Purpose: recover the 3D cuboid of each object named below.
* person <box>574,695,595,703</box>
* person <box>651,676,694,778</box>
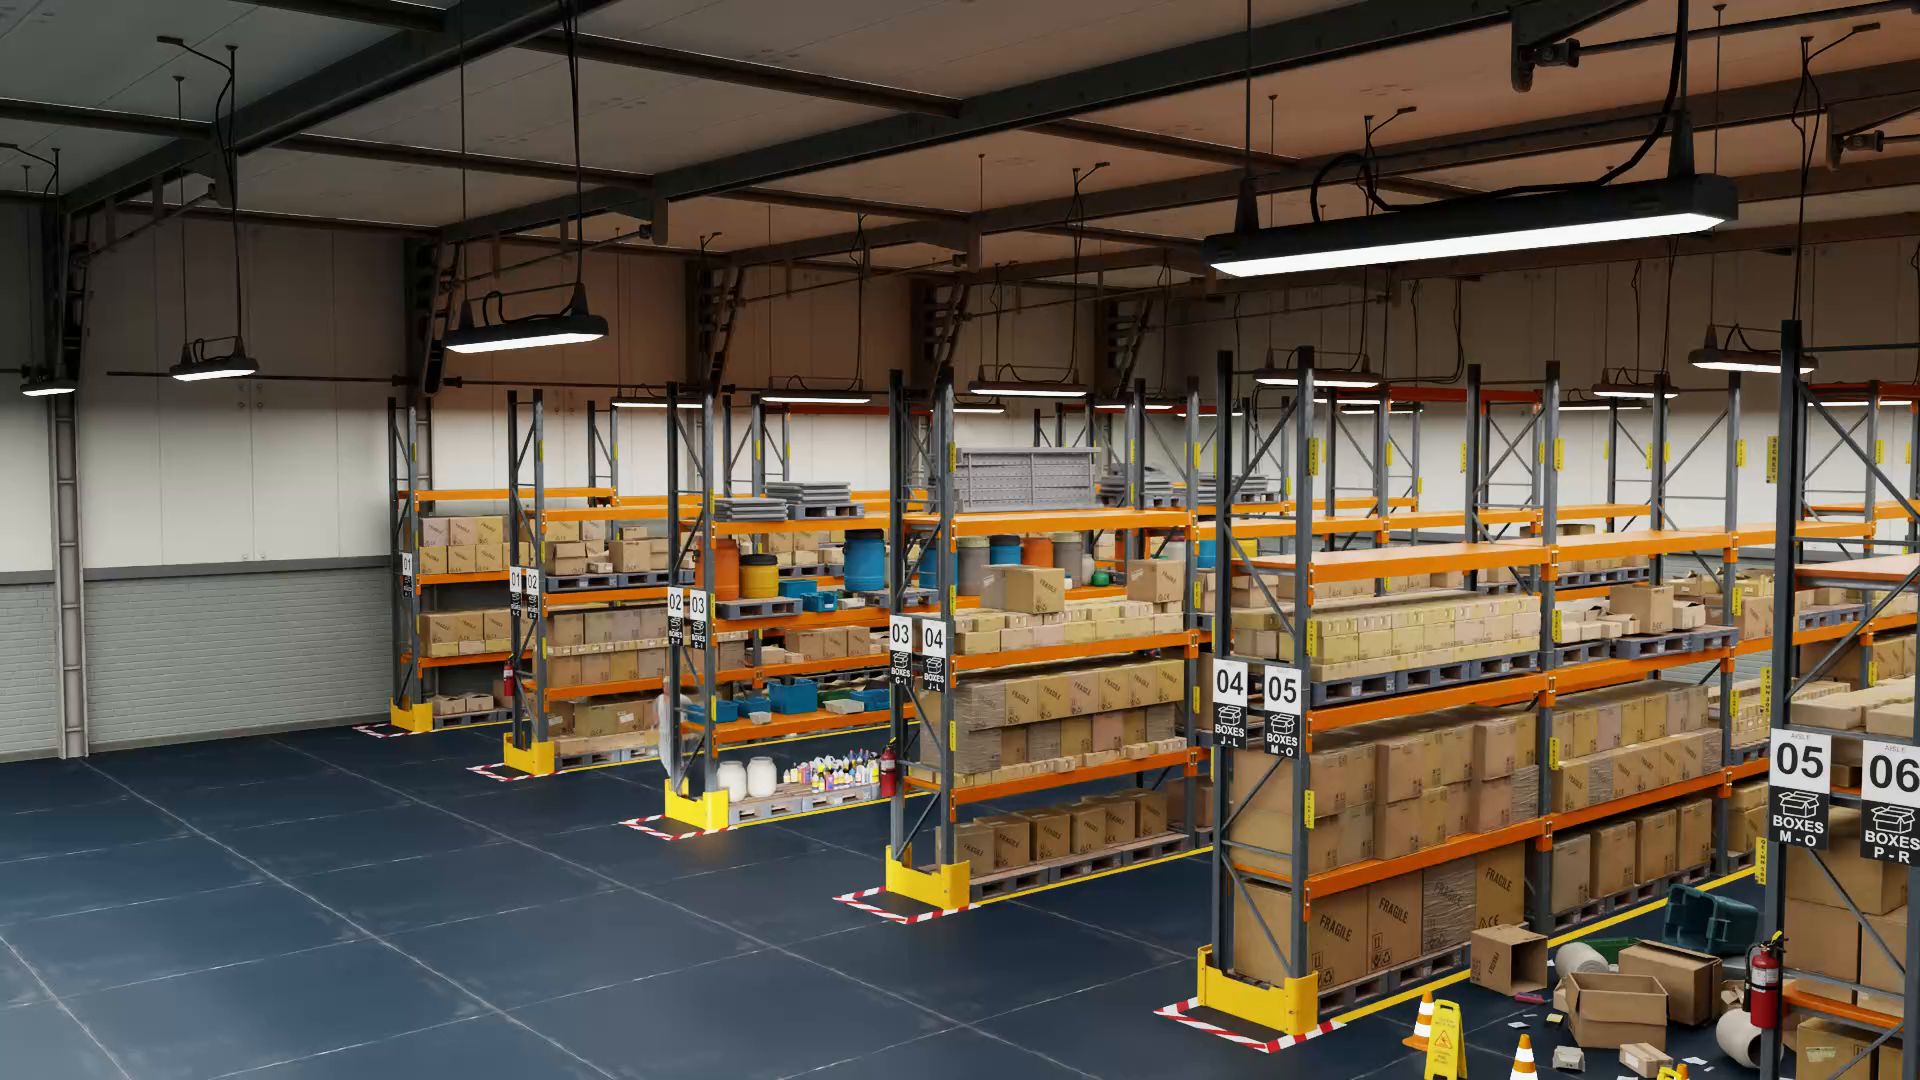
[{"bbox_3d":[-6.563,2.631,29.322,0.576,1.682,0.601,2,4,26],"label":"person"},{"bbox_3d":[-4.248,2.863,24.429,0.661,1.735,0.642,1,4,18],"label":"person"}]
